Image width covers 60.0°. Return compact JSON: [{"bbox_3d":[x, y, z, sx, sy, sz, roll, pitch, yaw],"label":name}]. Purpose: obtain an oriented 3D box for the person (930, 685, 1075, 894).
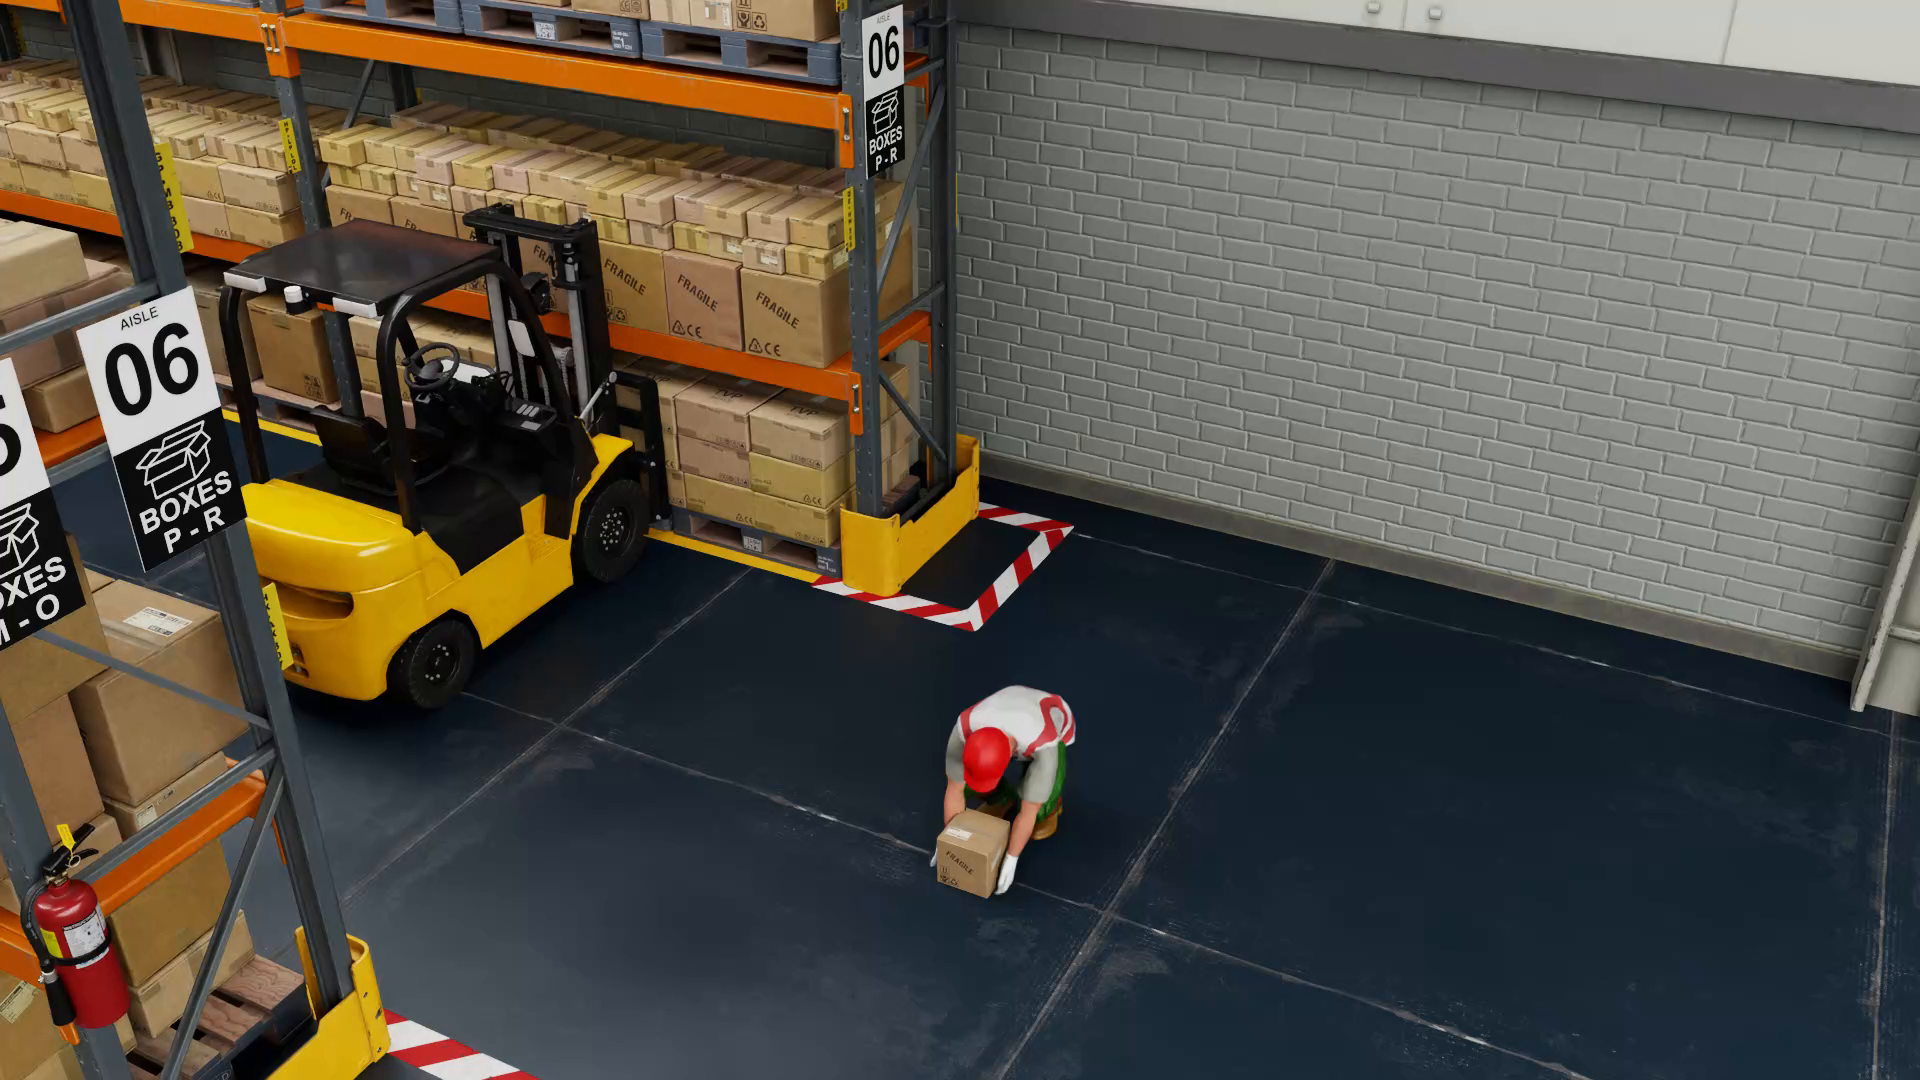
[{"bbox_3d":[0.224,1.029,7.495,0.547,0.879,0.901,14,33,23],"label":"person"}]
